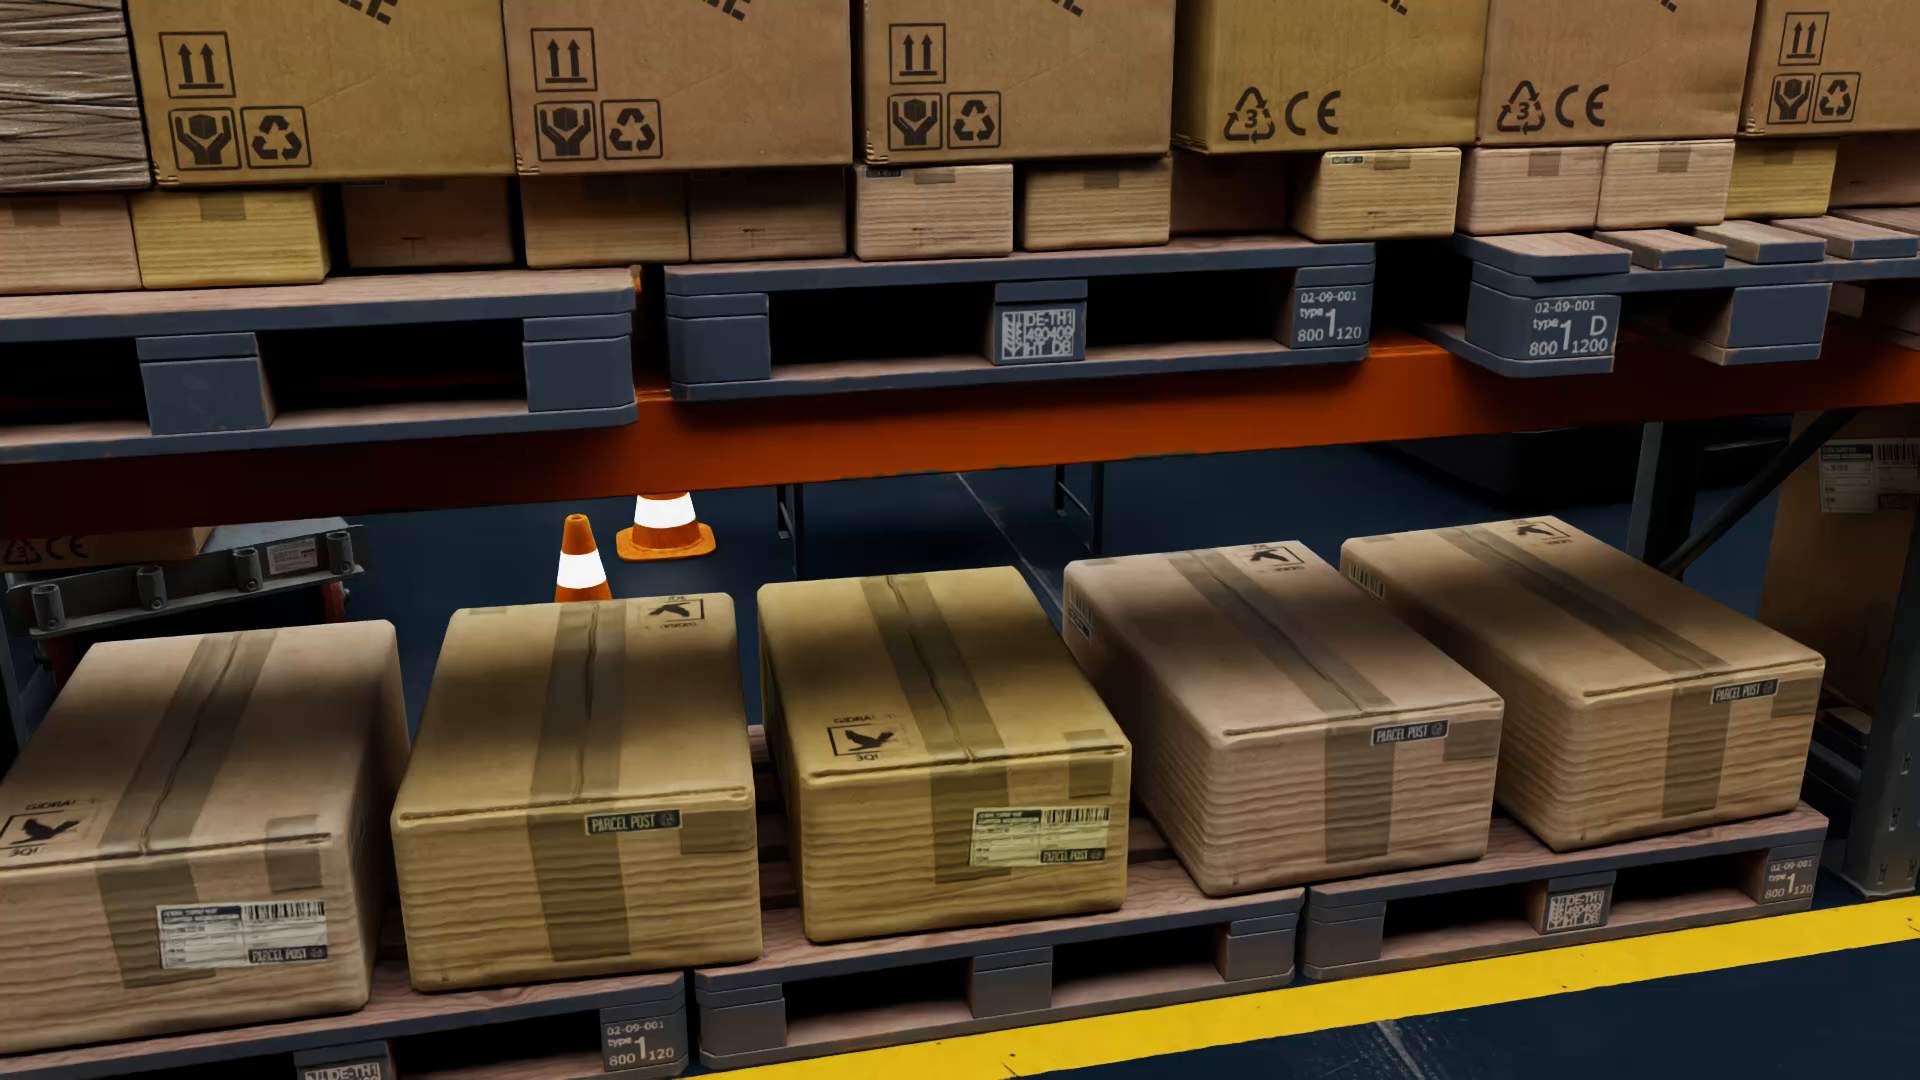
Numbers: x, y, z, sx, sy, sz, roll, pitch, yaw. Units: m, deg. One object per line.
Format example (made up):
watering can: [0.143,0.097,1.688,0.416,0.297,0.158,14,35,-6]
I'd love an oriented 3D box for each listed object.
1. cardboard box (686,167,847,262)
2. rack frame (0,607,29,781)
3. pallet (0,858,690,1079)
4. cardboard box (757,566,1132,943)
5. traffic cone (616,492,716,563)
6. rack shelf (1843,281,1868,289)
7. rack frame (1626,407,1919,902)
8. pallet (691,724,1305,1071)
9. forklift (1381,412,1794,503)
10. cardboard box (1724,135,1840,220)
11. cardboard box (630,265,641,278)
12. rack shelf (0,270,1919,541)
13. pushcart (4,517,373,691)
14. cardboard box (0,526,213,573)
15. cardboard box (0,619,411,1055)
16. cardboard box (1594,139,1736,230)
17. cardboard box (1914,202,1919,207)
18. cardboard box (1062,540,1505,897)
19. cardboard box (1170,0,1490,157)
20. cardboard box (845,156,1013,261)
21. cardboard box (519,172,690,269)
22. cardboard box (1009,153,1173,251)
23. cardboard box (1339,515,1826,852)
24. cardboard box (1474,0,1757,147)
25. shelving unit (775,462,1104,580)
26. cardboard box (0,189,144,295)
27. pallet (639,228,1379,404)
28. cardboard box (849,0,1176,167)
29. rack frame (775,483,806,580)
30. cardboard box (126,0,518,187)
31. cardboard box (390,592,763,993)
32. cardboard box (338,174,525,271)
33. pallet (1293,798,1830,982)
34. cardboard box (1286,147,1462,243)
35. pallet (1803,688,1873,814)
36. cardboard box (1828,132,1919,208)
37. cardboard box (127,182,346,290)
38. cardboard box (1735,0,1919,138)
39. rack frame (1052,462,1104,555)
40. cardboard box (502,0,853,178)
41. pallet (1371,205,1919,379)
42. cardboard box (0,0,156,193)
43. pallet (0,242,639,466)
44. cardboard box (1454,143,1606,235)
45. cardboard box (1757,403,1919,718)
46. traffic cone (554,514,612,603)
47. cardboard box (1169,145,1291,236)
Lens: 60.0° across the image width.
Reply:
cardboard box: [-0.344,-0.577,2.785,0.250,0.149,0.380,-4,21,-12]
rack frame: [-1.959,-0.470,2.737,0.127,3.000,1.000,-5,21,-12]
pallet: [-1.201,0.777,3.386,1.213,0.211,1.003,-5,21,-12]
cardboard box: [-0.074,0.411,3.543,0.625,0.372,0.950,-4,20,-11]
traffic cone: [-1.022,-0.203,5.697,0.334,0.463,0.336,-5,21,-12]
rack shelf: [3.880,-0.607,4.157,4.000,0.370,1.077,-5,21,-12]
rack frame: [1.934,-0.787,3.601,0.127,3.000,1.000,-5,21,-12]
pallet: [-0.012,0.679,3.653,1.213,0.211,1.003,-5,21,-12]
forklift: [3.184,-1.818,6.517,3.031,2.935,1.130,-8,22,-21]
cardboard box: [1.425,-0.716,3.162,0.250,0.149,0.380,-4,21,-12]
cardboard box: [-1.673,-1.414,7.974,0.750,0.750,1.050,-5,21,-12]
rack shelf: [-0.012,-0.291,3.293,4.000,0.370,1.077,-5,21,-12]
pushcart: [-2.532,0.002,5.261,0.936,0.377,1.648,-13,24,-31]
cardboard box: [-2.398,-0.245,4.657,0.500,0.500,0.500,-5,21,-12]
cardboard box: [-1.449,0.524,3.232,0.625,0.372,0.950,-4,21,-12]
cardboard box: [1.190,-0.681,3.067,0.250,0.149,0.380,-5,21,-13]
cardboard box: [2.366,-0.843,3.974,0.500,0.250,0.500,-5,21,-14]
cardboard box: [0.666,0.352,3.701,0.625,0.372,0.950,-5,21,-14]
cardboard box: [0.564,-0.957,2.877,0.500,0.500,0.500,-6,21,-16]
cardboard box: [-0.073,-0.581,2.795,0.250,0.149,0.380,-4,20,-10]
cardboard box: [-0.585,-0.559,2.733,0.250,0.149,0.380,-4,21,-12]
cardboard box: [0.179,-0.612,2.879,0.250,0.149,0.380,-5,21,-14]
cardboard box: [1.382,0.291,3.868,0.625,0.372,0.950,-6,21,-16]
cardboard box: [1.055,-0.997,2.987,0.500,0.500,0.500,-5,21,-13]
shelving unit: [-0.083,-0.697,5.538,1.048,1.500,0.538,-5,21,-12]
cardboard box: [-1.348,-0.487,2.539,0.250,0.149,0.380,-4,21,-12]
pallet: [0.017,-0.526,3.169,1.213,0.211,1.003,-5,21,-12]
cardboard box: [0.033,-0.914,2.760,0.500,0.500,0.500,-6,21,-15]
rack frame: [-0.578,-0.657,5.428,0.032,1.500,0.500,-5,21,-12]
cardboard box: [-0.949,-0.835,2.544,0.500,0.500,0.500,-5,21,-12]
cardboard box: [-0.750,0.466,3.391,0.625,0.372,0.950,-3,20,-9]
cardboard box: [-0.845,-0.552,2.716,0.250,0.149,0.380,-3,20,-9]
pallet: [1.173,0.584,3.913,1.213,0.211,1.003,-5,21,-12]
cardboard box: [0.678,-0.637,2.948,0.250,0.149,0.380,-4,21,-12]
pallet: [2.719,0.485,4.182,1.213,0.211,1.003,-5,21,-12]
cardboard box: [1.669,-0.761,3.286,0.250,0.149,0.380,-4,20,-10]
cardboard box: [-1.103,-0.504,2.585,0.250,0.149,0.380,-4,21,-11]
cardboard box: [1.556,-1.041,3.108,0.500,0.500,0.500,-5,21,-14]
rack frame: [0.412,-0.738,5.648,0.032,1.500,0.500,-5,21,-12]
cardboard box: [-0.465,-0.869,2.639,0.500,0.500,0.500,-5,21,-13]
pallet: [1.265,-0.605,3.383,1.003,0.211,1.213,-5,21,-12]
cardboard box: [-1.437,-0.795,2.436,0.500,0.500,0.500,-4,21,-11]
pallet: [-1.181,-0.392,2.802,1.213,0.211,1.003,-5,21,-12]
cardboard box: [0.943,-0.664,3.020,0.250,0.149,0.380,-6,21,-15]
cardboard box: [2.625,-0.013,3.968,0.875,0.875,0.875,-5,21,-13]
traffic cone: [-1.074,0.154,4.721,0.334,0.463,0.336,-5,21,-12]
cardboard box: [0.405,-0.659,3.009,0.250,0.149,0.380,-4,21,-12]
